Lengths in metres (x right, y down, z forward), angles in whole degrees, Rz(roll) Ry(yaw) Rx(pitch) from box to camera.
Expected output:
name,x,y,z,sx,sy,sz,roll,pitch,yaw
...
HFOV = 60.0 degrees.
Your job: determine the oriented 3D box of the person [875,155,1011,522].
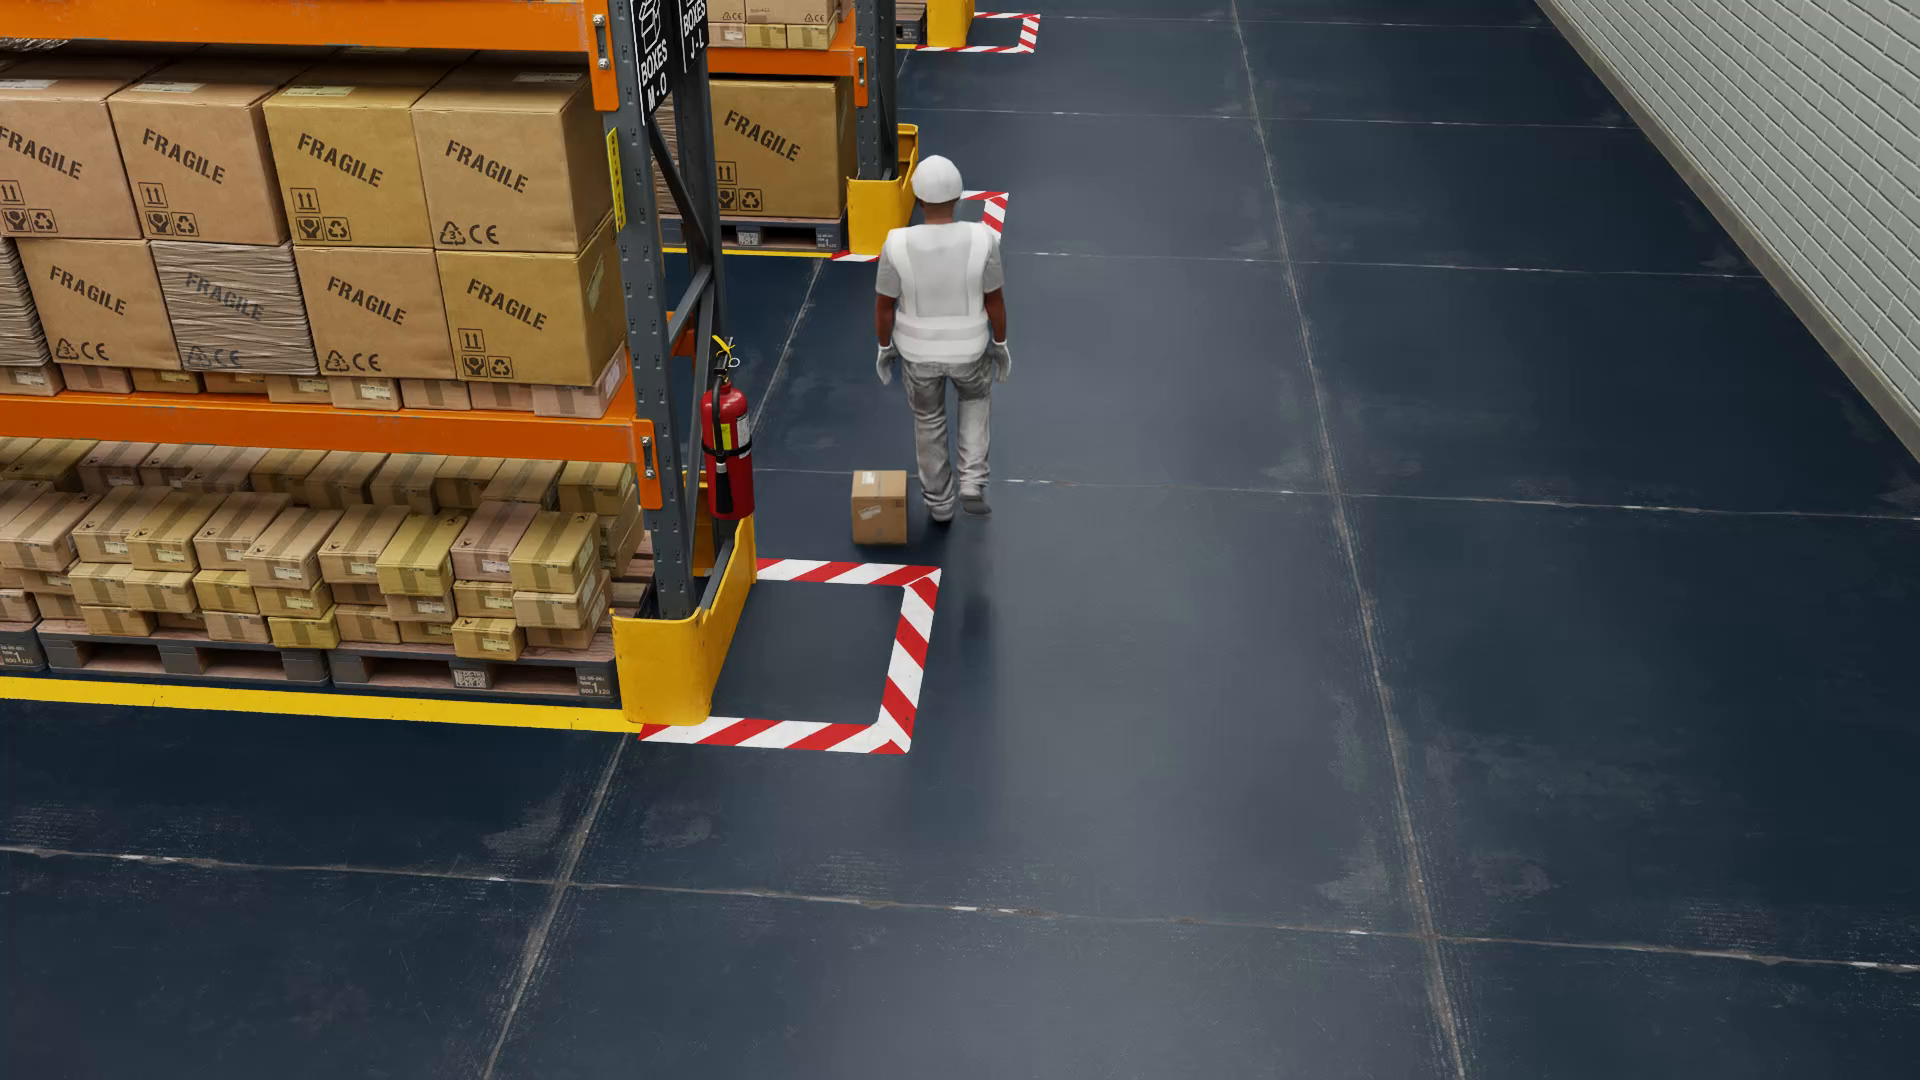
name,x,y,z,sx,sy,sz,roll,pitch,yaw
person,-0.076,-0.891,7.510,0.609,1.771,0.467,-1,32,-2
